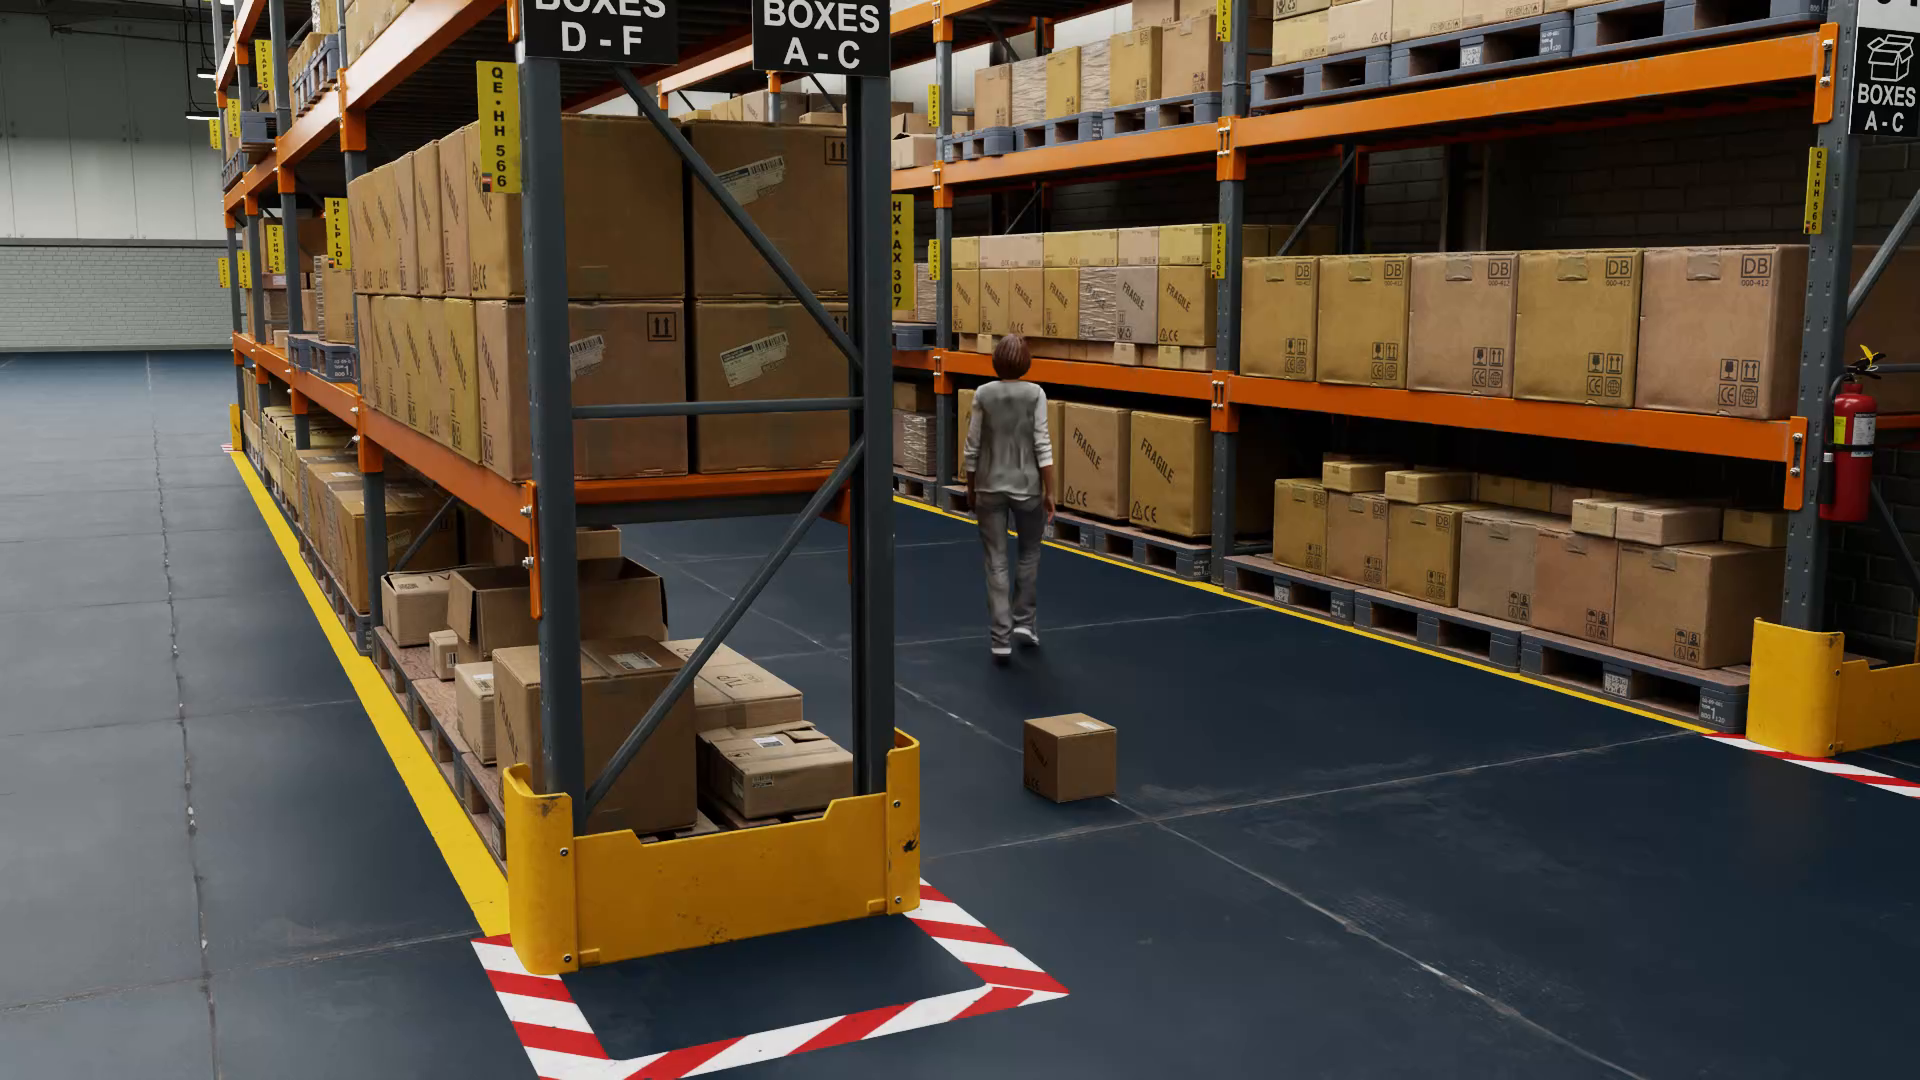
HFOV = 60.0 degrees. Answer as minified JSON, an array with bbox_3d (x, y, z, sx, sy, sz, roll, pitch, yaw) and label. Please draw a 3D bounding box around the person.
[{"bbox_3d":[0.241,-0.218,8.305,0.449,1.621,0.675,0,9,0],"label":"person"}]
